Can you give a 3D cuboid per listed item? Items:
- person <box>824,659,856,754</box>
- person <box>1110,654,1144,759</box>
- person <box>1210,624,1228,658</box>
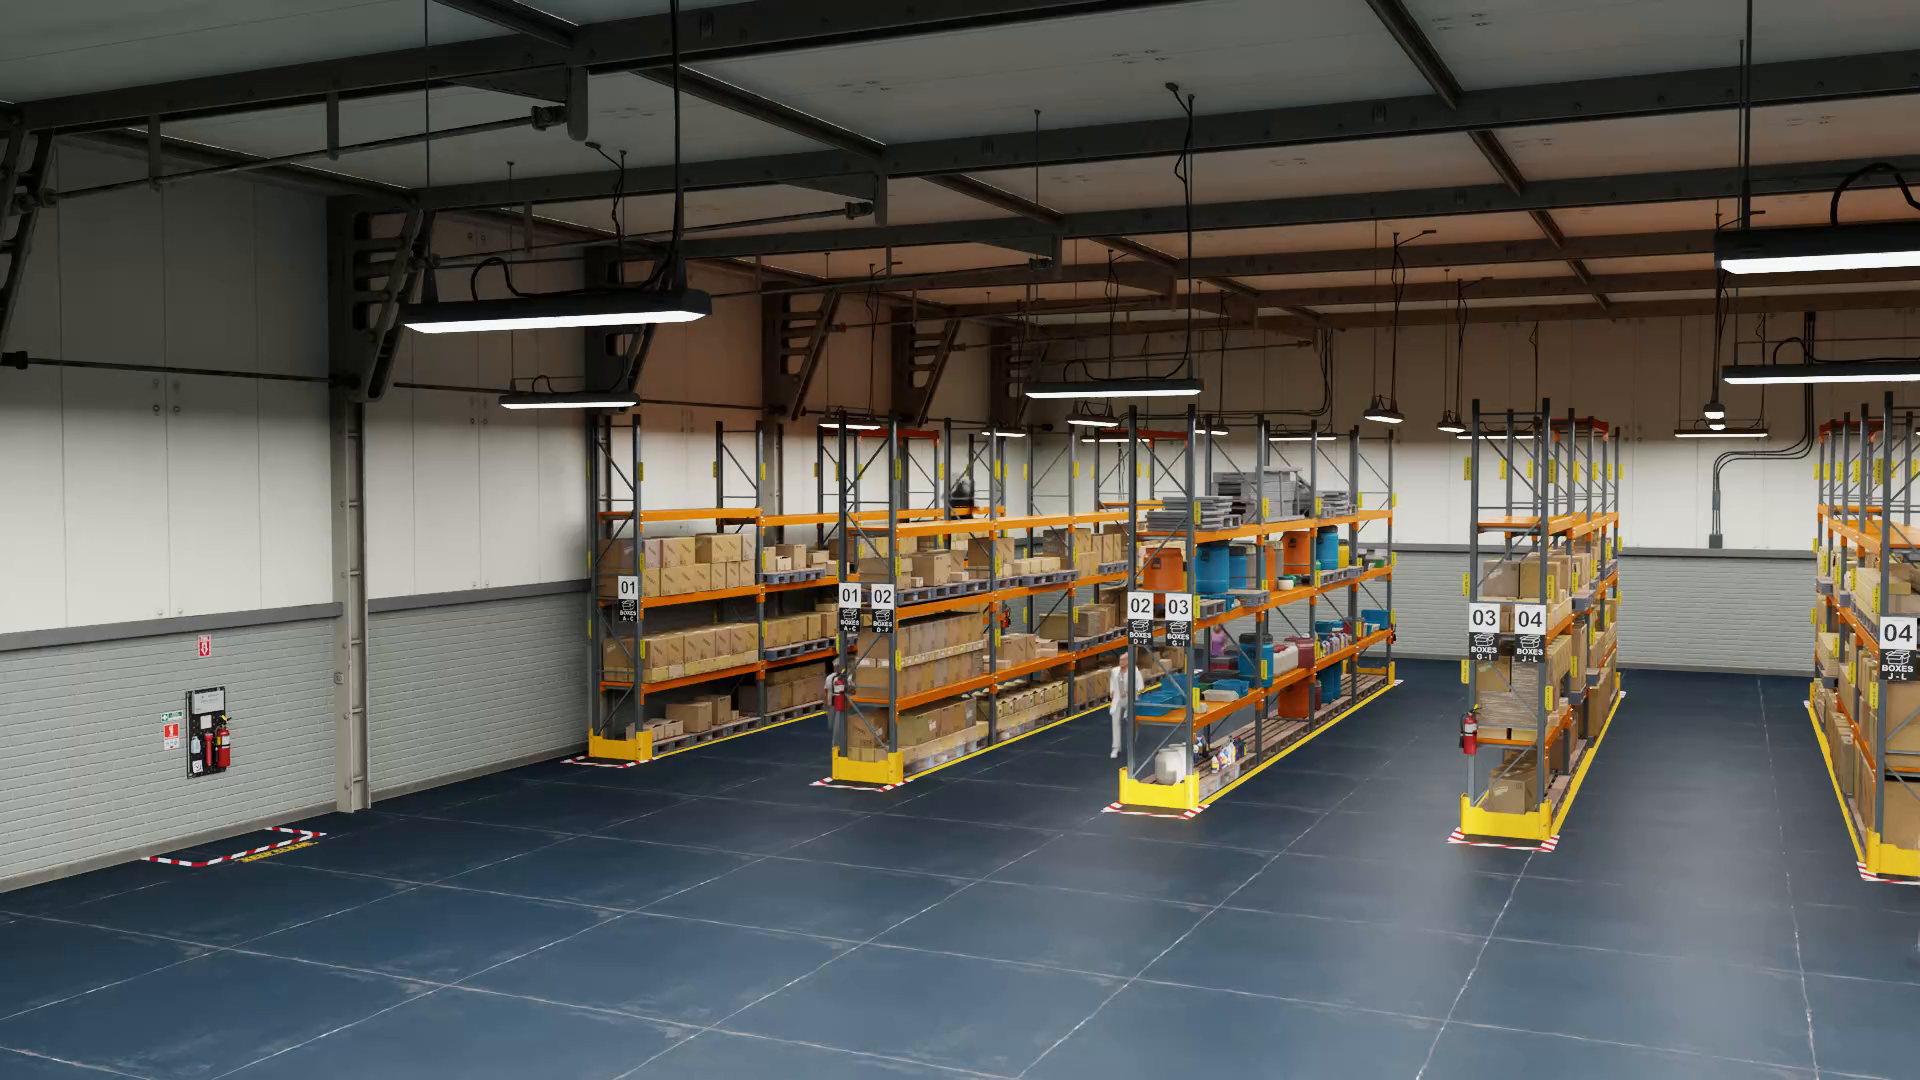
[{"bbox_3d":[-2.179,2.968,29.825,0.568,1.683,0.848,1,2,18],"label":"person"},{"bbox_3d":[2.947,2.916,29.490,0.673,1.788,1.220,1,2,19],"label":"person"},{"bbox_3d":[5.873,2.667,37.977,0.513,1.565,0.856,1,2,13],"label":"person"}]
